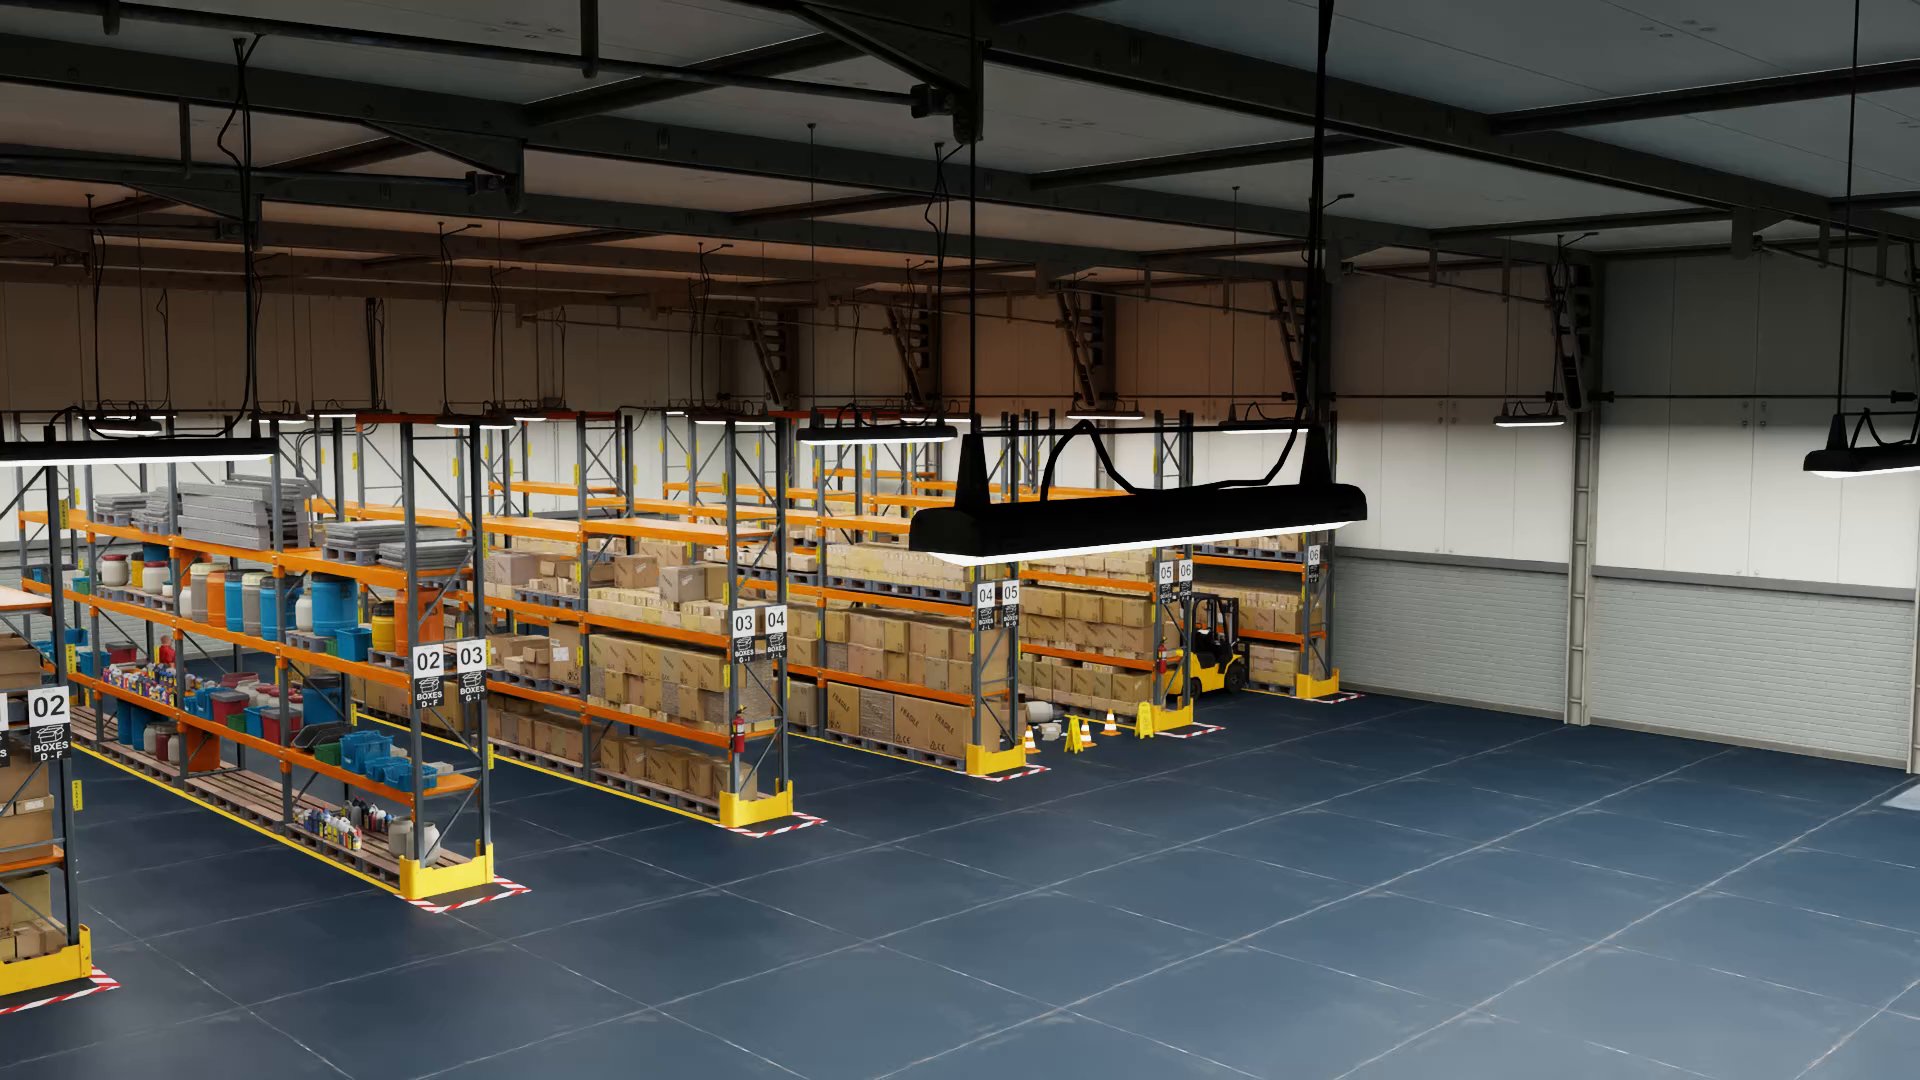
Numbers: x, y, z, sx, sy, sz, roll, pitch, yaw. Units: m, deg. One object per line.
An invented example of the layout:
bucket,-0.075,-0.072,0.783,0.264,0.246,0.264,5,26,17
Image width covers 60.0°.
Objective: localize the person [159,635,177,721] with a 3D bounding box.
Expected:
person,-15.276,2.700,31.984,0.535,1.736,0.549,0,5,0
